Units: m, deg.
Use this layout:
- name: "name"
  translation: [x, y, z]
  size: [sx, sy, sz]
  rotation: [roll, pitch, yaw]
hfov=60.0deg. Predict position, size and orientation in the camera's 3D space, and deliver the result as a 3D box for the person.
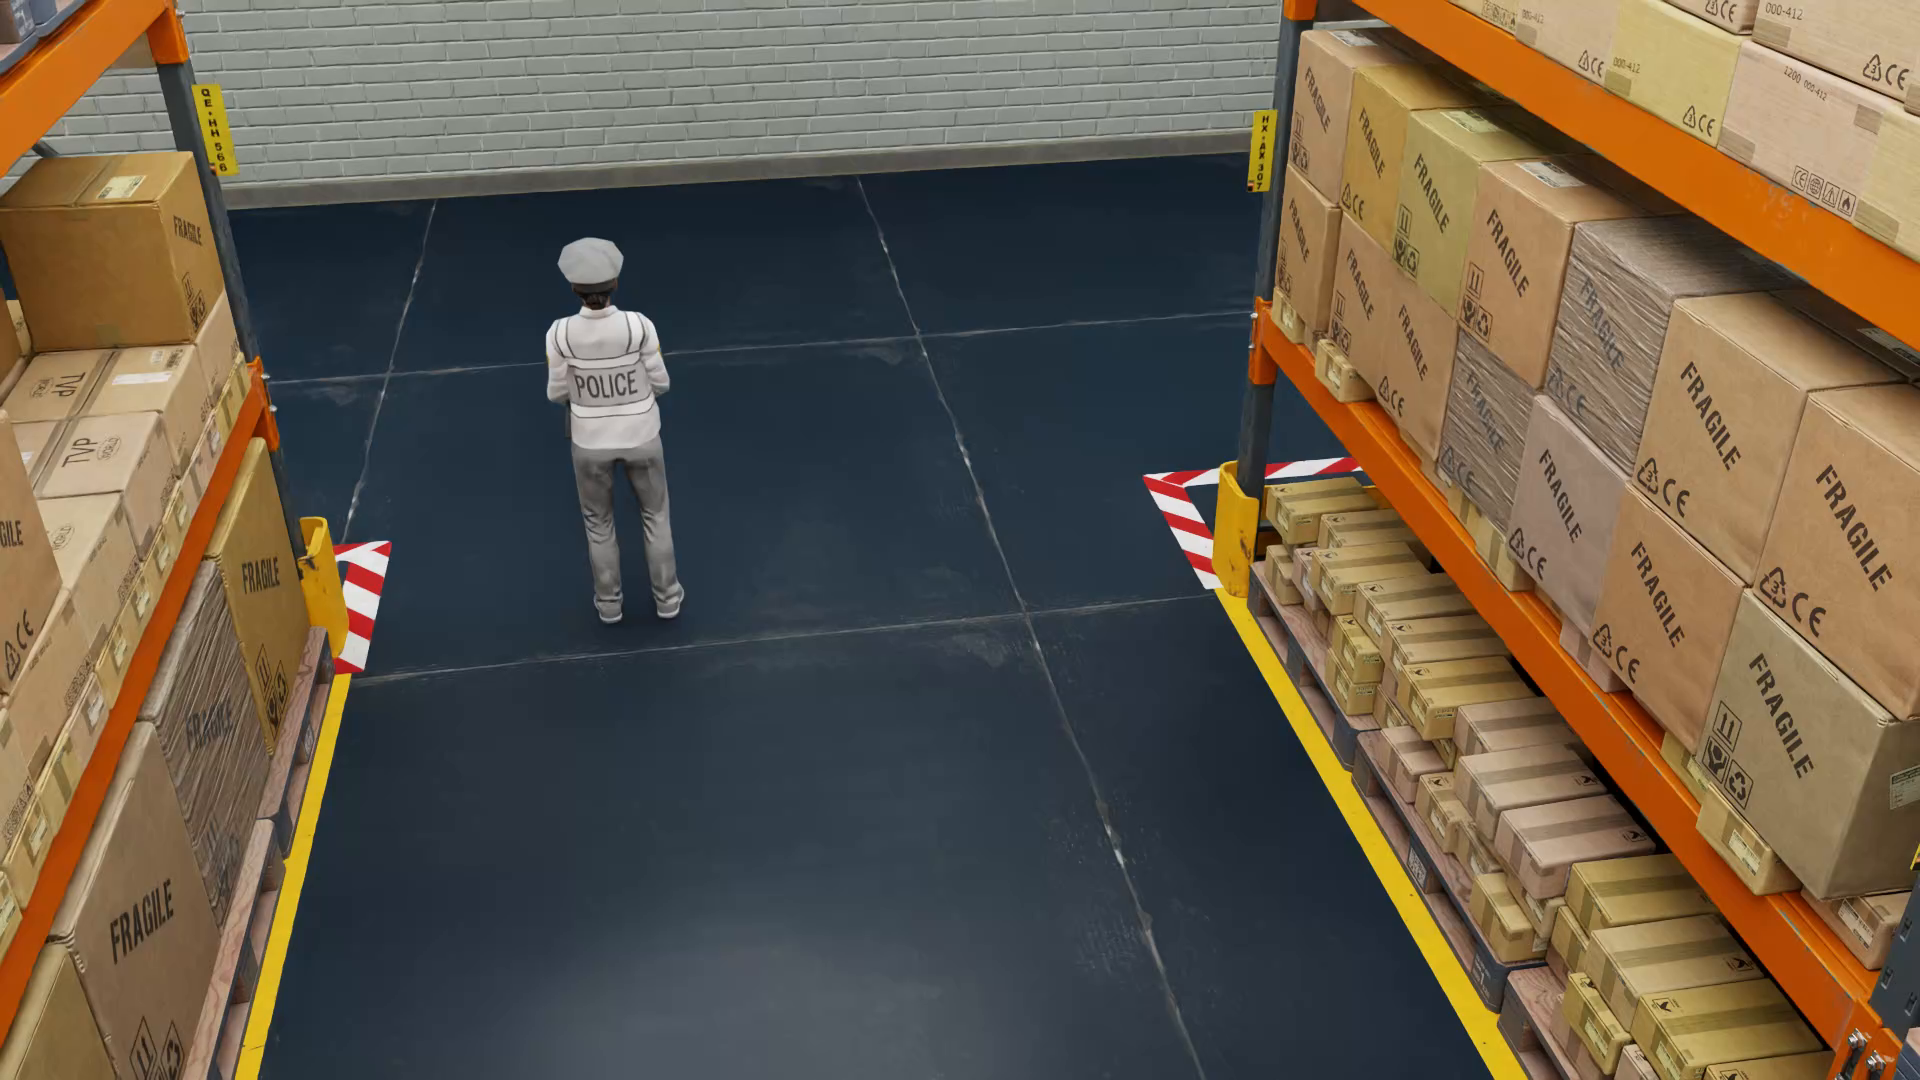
- name: "person"
  translation: [-1.424, -0.452, 6.858]
  size: [0.489, 1.692, 0.489]
  rotation: [-6, 31, -9]
